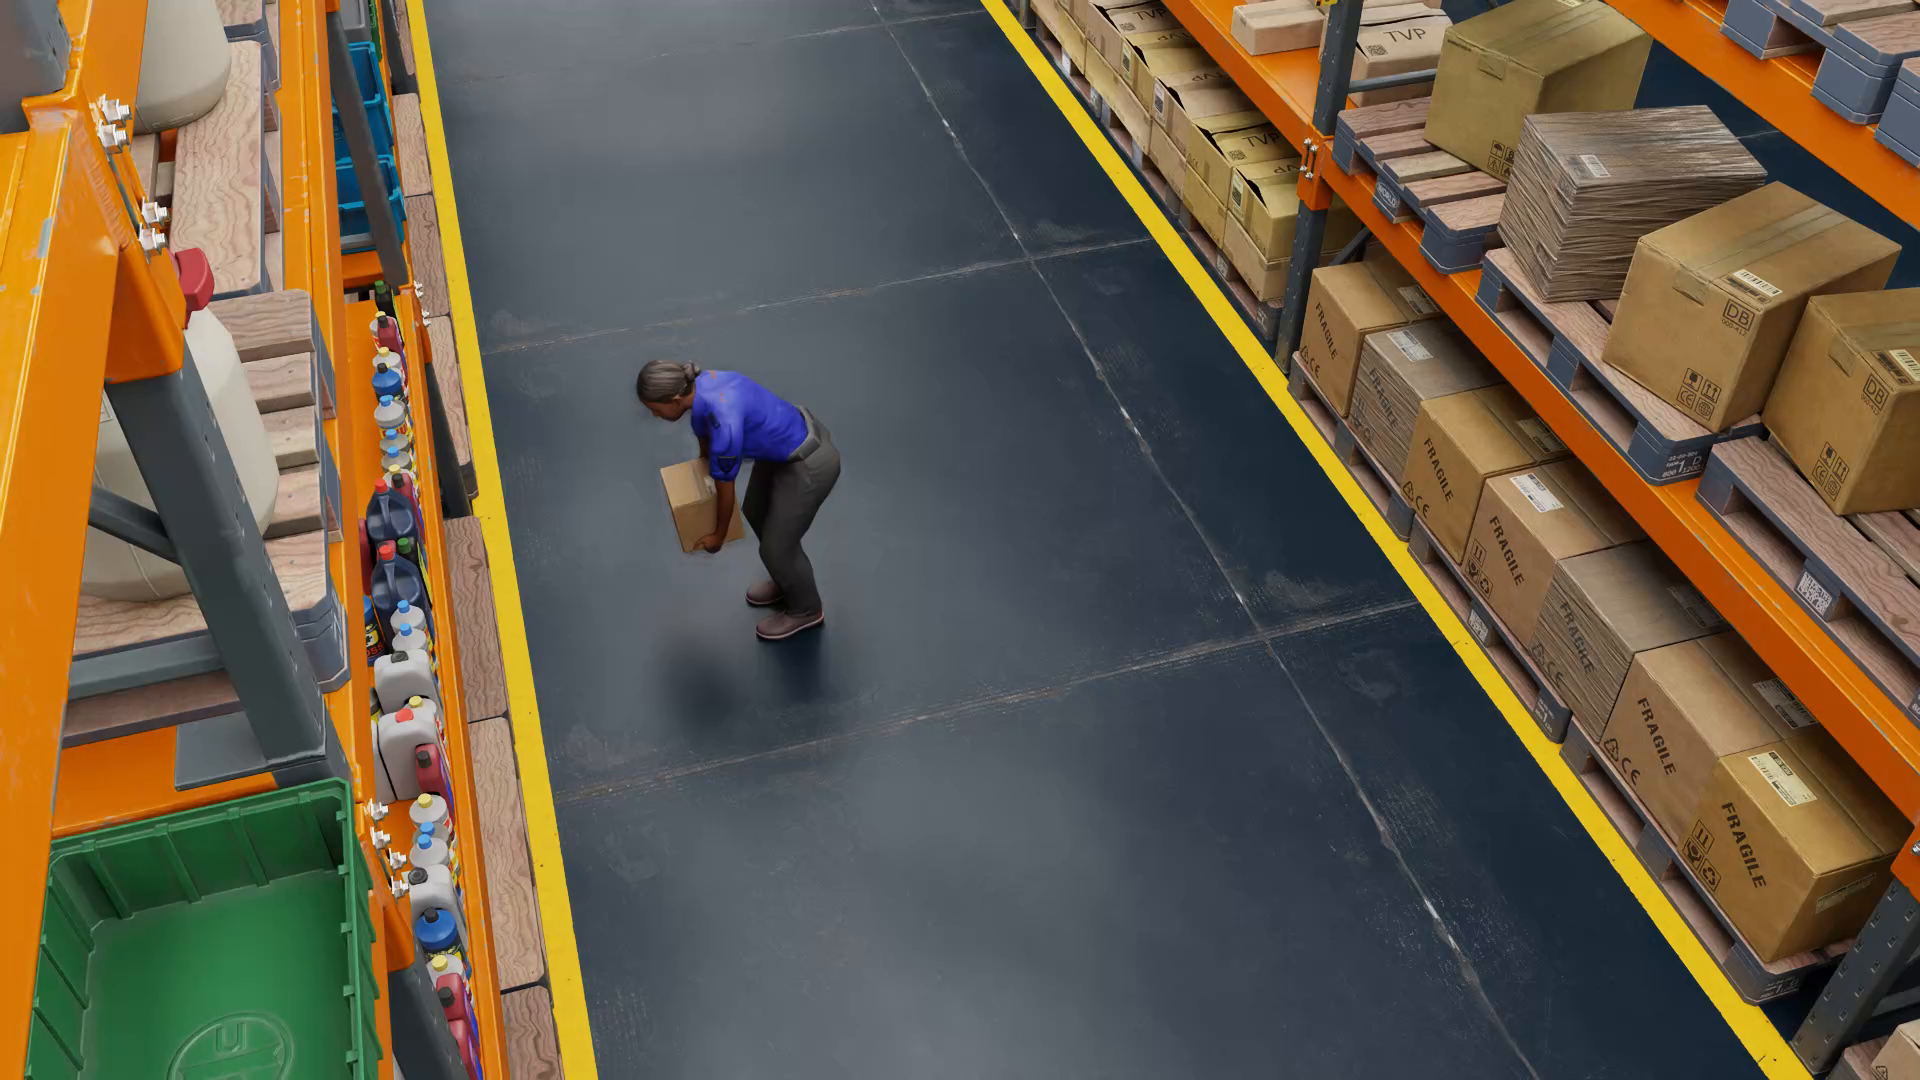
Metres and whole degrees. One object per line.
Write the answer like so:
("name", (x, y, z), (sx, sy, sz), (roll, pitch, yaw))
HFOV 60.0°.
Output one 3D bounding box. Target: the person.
("person", (-0.836, -0.188, 6.567), (0.735, 1.399, 0.414), (-13, 44, -14))
